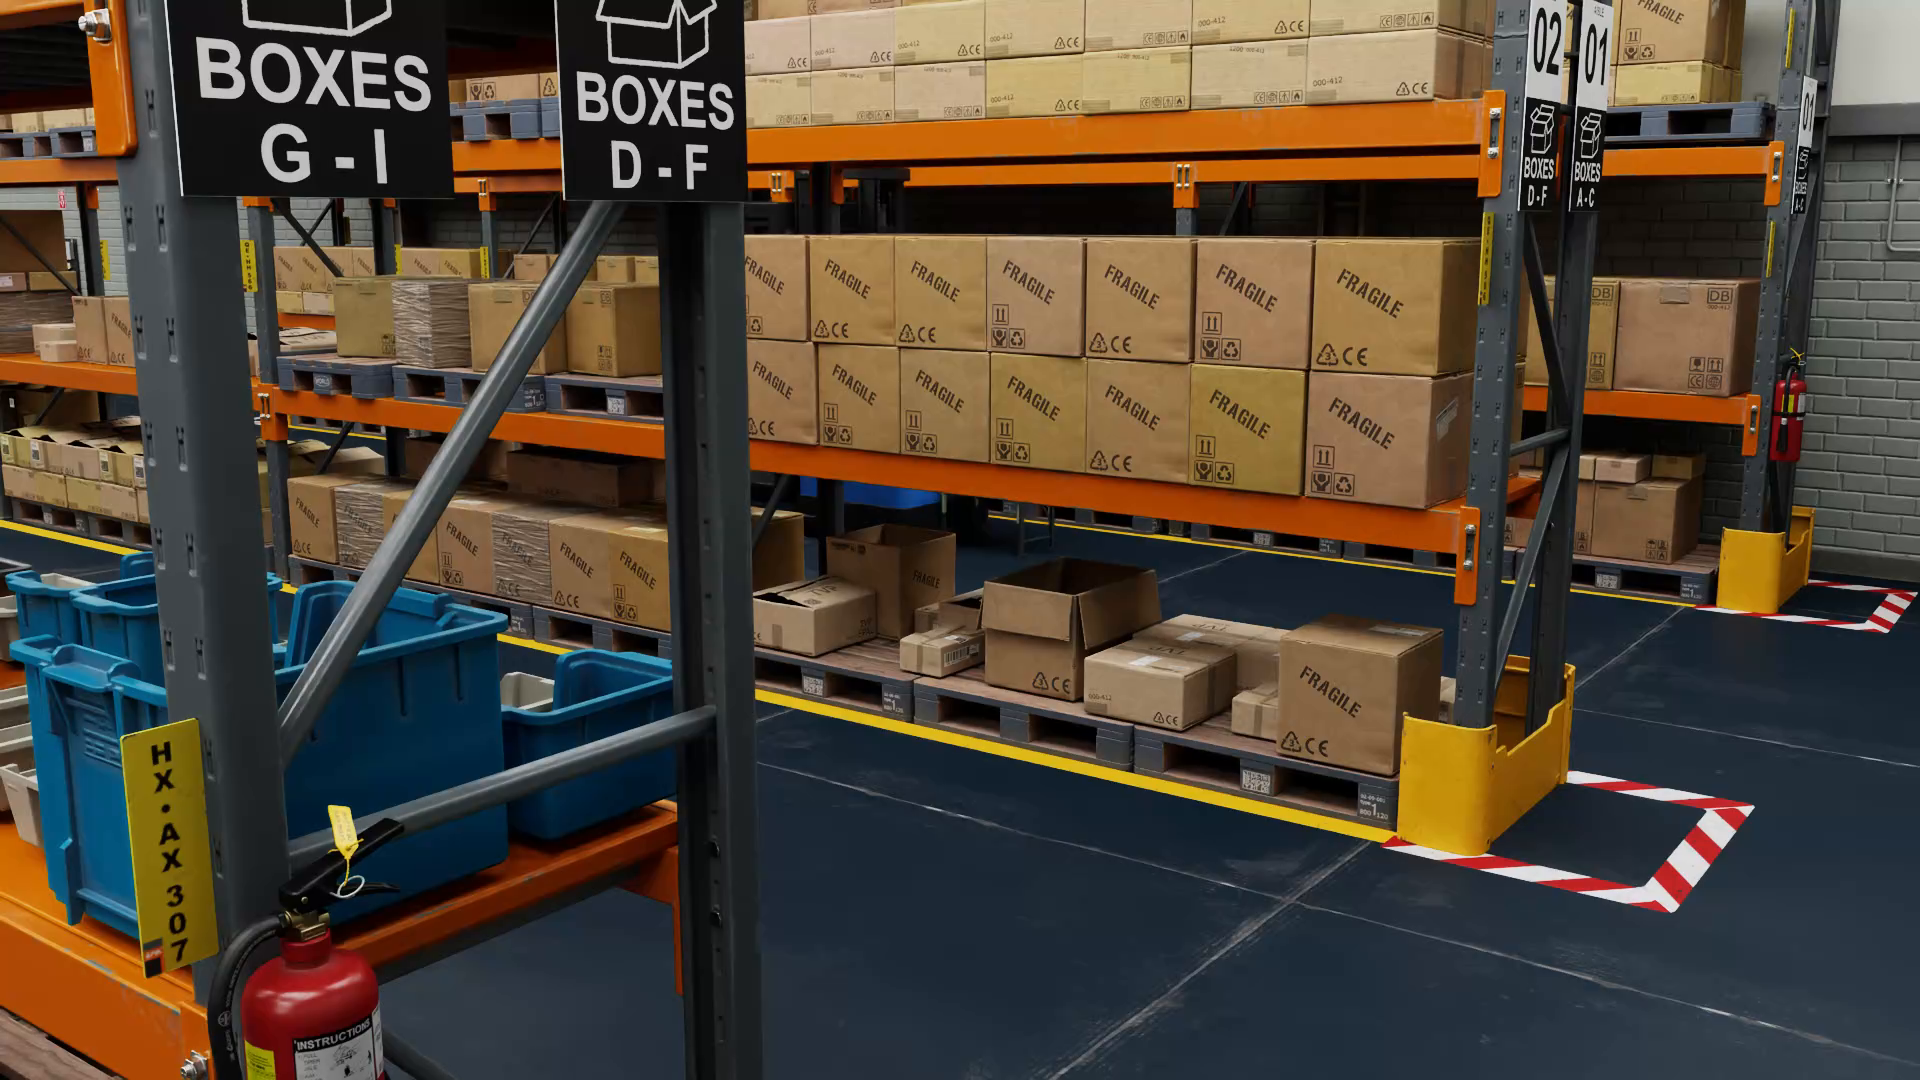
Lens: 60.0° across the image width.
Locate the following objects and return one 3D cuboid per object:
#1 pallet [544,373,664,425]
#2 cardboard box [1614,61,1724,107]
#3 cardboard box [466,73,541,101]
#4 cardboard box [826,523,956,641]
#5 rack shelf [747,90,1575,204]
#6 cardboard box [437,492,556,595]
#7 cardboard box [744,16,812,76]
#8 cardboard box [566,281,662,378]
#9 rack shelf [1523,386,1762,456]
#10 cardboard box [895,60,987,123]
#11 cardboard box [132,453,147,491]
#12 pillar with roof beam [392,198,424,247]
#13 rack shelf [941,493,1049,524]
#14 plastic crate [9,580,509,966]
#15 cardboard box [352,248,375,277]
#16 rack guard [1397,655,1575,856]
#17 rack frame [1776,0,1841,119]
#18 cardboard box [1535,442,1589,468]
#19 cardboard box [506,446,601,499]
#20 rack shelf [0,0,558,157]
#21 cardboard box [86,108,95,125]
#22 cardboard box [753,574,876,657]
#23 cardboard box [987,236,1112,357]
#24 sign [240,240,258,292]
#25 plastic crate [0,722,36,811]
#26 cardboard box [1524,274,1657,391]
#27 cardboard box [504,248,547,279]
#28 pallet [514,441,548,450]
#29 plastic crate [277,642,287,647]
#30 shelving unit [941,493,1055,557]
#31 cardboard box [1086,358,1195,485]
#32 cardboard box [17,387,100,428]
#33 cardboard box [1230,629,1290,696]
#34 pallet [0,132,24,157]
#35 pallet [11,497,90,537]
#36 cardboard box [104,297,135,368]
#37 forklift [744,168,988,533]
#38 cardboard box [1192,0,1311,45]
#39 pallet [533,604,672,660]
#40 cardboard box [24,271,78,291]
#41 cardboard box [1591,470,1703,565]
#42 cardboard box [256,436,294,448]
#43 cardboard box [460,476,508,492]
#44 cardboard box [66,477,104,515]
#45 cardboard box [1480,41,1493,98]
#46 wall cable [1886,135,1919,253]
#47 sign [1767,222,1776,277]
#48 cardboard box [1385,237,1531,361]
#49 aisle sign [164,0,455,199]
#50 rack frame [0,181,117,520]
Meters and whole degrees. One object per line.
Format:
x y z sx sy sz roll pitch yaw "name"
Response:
-1.574 -0.828 9.418 1.213 0.211 1.003 8 13 36 "pallet"
4.411 -2.821 10.342 0.500 0.250 0.500 8 14 37 "cardboard box"
-2.434 -2.810 9.629 0.600 0.600 0.600 7 13 33 "cardboard box"
-0.368 0.216 8.938 0.500 0.500 0.500 8 13 36 "cardboard box"
0.617 -1.710 7.470 4.000 0.370 1.077 8 13 36 "rack shelf"
-2.771 0.014 9.984 0.500 0.500 0.500 7 13 34 "cardboard box"
-0.750 -2.367 8.051 0.500 0.250 0.500 8 13 36 "cardboard box"
-1.836 -1.226 9.601 0.700 0.500 0.500 -11 15 -44 "cardboard box"
3.546 -0.996 11.677 4.000 0.370 1.077 8 13 36 "rack shelf"
0.053 -2.009 7.514 0.500 0.250 0.500 8 13 36 "cardboard box"
-5.615 -0.533 12.043 0.500 0.311 0.500 8 13 35 "cardboard box"
-9.210 -5.264 16.046 0.400 9.000 9.100 8 13 36 "pillar with roof beam"
0.273 -0.368 12.197 0.720 0.370 0.431 9 14 39 "rack shelf"
-1.086 0.336 2.644 0.499 0.435 0.616 8 13 36 "plastic crate"
-6.303 -2.956 18.279 0.500 0.500 0.500 8 14 37 "cardboard box"
2.168 0.853 6.806 0.348 0.500 1.175 8 13 36 "rack guard"
5.158 -4.070 9.876 0.127 3.000 1.000 8 13 36 "rack frame"
4.144 -0.587 11.435 0.250 0.149 0.380 8 14 36 "cardboard box"
-2.451 -0.433 10.319 0.500 0.250 0.500 8 13 34 "cardboard box"
-2.318 -0.952 3.552 4.000 0.370 1.077 8 13 36 "rack shelf"
-5.938 -3.096 12.028 0.500 0.250 0.500 7 13 31 "cardboard box"
-0.785 0.369 8.647 0.500 0.311 0.500 8 13 36 "cardboard box"
0.465 -1.086 7.350 0.500 0.500 0.500 8 14 37 "cardboard box"
-4.545 -1.748 10.622 0.005 0.325 0.100 8 13 36 "sign"
-1.695 0.393 3.136 0.243 0.136 0.396 8 13 36 "plastic crate"
4.148 -1.408 11.120 0.700 0.700 0.980 8 13 35 "cardboard box"
-4.769 -2.863 17.799 0.500 0.500 0.500 8 13 34 "cardboard box"
-3.885 -1.018 17.233 1.213 0.211 1.003 8 13 36 "pallet"
-1.466 0.289 3.676 0.298 0.136 0.250 8 13 36 "plastic crate"
0.273 -0.688 12.135 0.755 1.500 0.431 9 14 39 "shelving unit"
0.888 -0.538 7.152 0.500 0.500 0.500 8 14 36 "cardboard box"
-7.631 -1.040 14.165 0.500 0.500 0.500 8 13 36 "cardboard box"
1.556 0.607 7.575 0.500 0.250 0.500 8 13 36 "cardboard box"
-8.146 -3.236 13.696 1.213 0.211 1.003 8 13 36 "pallet"
-6.826 -0.269 13.365 1.213 0.211 1.003 8 13 36 "pallet"
-6.005 -1.560 12.432 0.500 0.500 0.500 8 14 36 "cardboard box"
-1.237 -1.611 13.140 3.031 2.935 1.130 9 14 39 "forklift"
1.261 -2.085 6.593 0.500 0.250 0.500 8 13 36 "cardboard box"
-1.673 0.468 9.556 1.213 0.211 1.003 8 13 36 "pallet"
-7.545 -2.143 13.736 0.250 0.149 0.380 8 13 35 "cardboard box"
4.535 -0.167 10.971 0.500 0.500 0.700 8 13 36 "cardboard box"
-5.305 -0.616 12.475 0.500 0.311 0.500 7 13 34 "cardboard box"
-2.909 -0.127 10.710 0.500 0.500 0.500 7 13 34 "cardboard box"
-6.434 -0.373 12.692 0.500 0.250 0.500 7 13 34 "cardboard box"
1.966 -1.862 6.753 0.500 0.250 0.500 8 13 36 "cardboard box"
6.750 -1.624 10.354 1.851 1.984 0.084 8 13 36 "wall cable"
4.826 -1.728 9.892 0.005 0.325 0.100 8 13 36 "sign"
2.028 -0.996 6.886 0.500 0.500 0.500 8 14 37 "cardboard box"
-0.821 -0.831 2.086 0.004 0.787 0.394 8 13 36 "aisle sign"
-7.443 -1.715 13.498 0.127 3.000 1.000 8 13 36 "rack frame"
